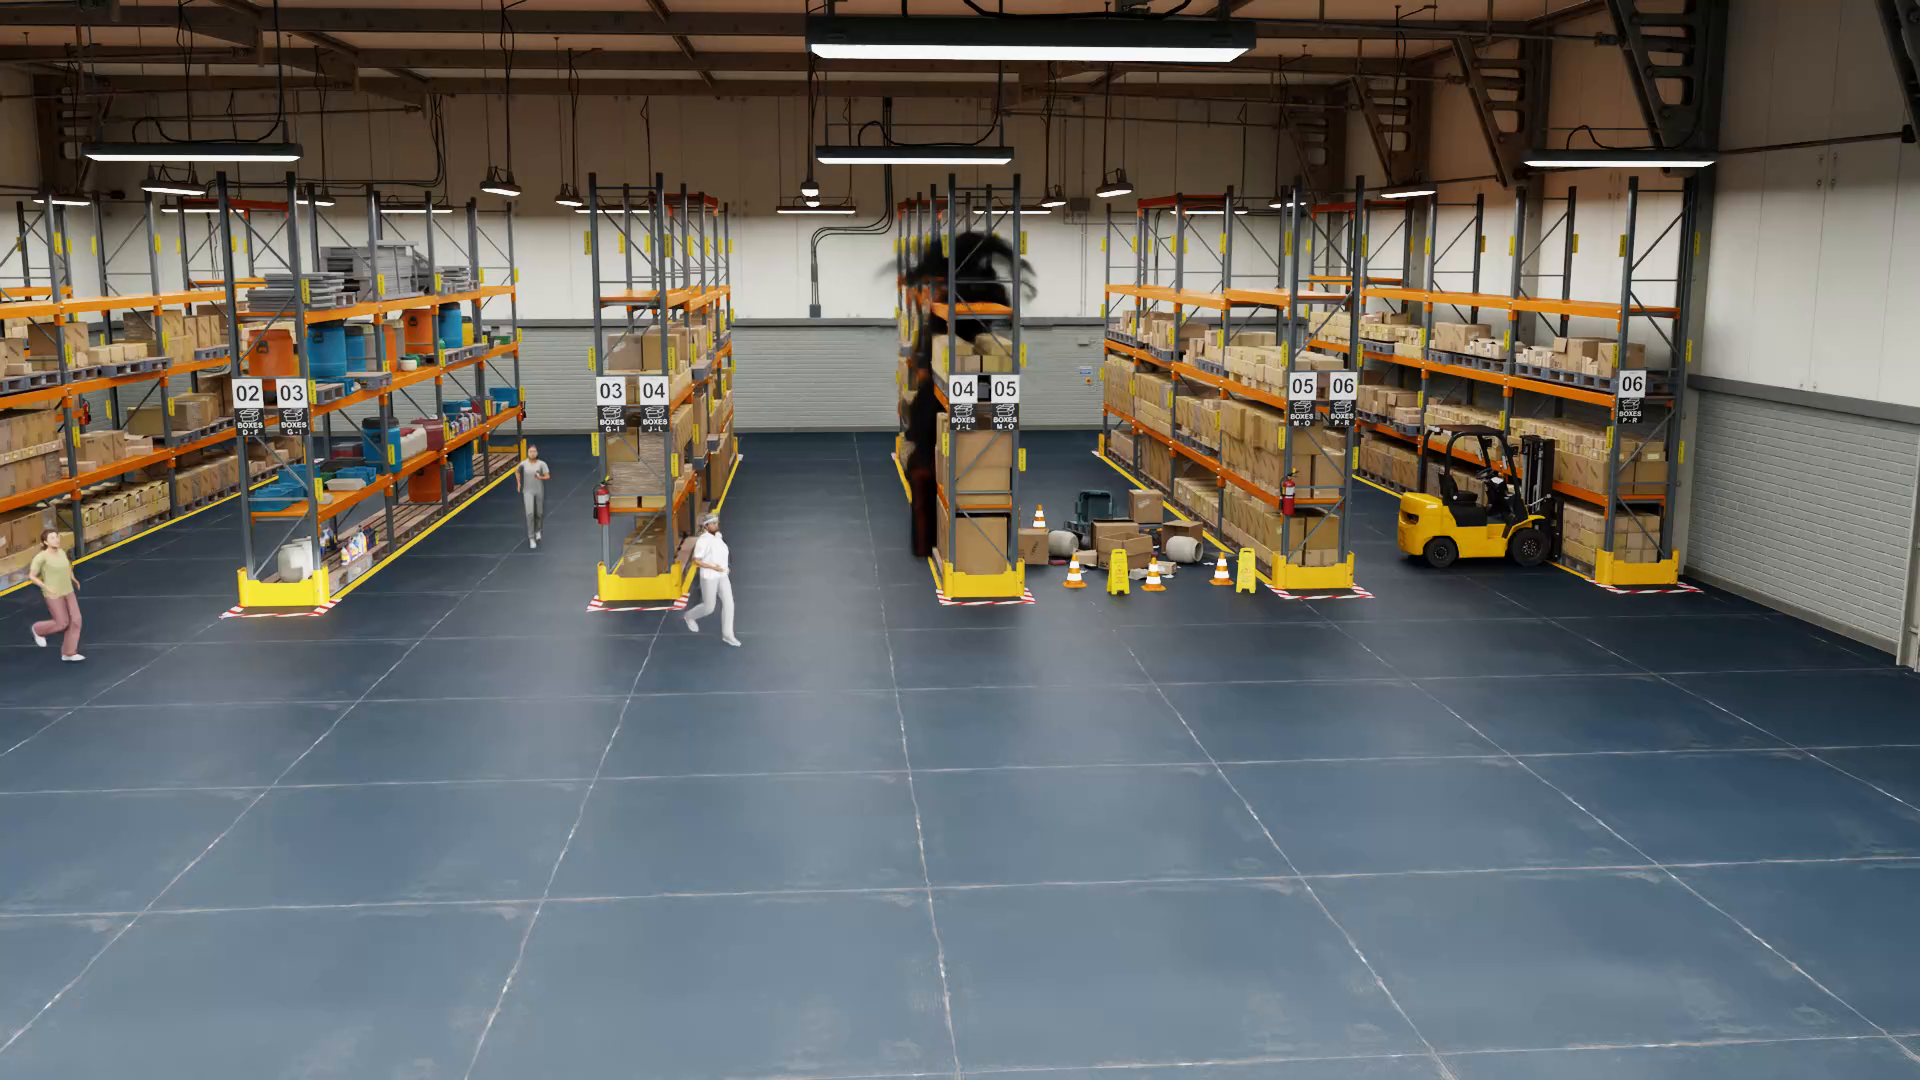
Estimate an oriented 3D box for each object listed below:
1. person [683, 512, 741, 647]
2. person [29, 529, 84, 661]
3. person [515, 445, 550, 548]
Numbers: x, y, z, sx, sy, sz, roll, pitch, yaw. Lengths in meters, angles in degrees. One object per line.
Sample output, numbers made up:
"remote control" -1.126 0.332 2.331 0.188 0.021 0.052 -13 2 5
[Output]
"person" -3.155 0.479 21.188 0.901 1.702 0.592 7 12 36
"person" -11.029 0.669 20.317 0.710 1.617 0.595 4 11 21
"person" -7.208 -0.768 28.124 0.550 1.693 0.904 -3 11 -18
